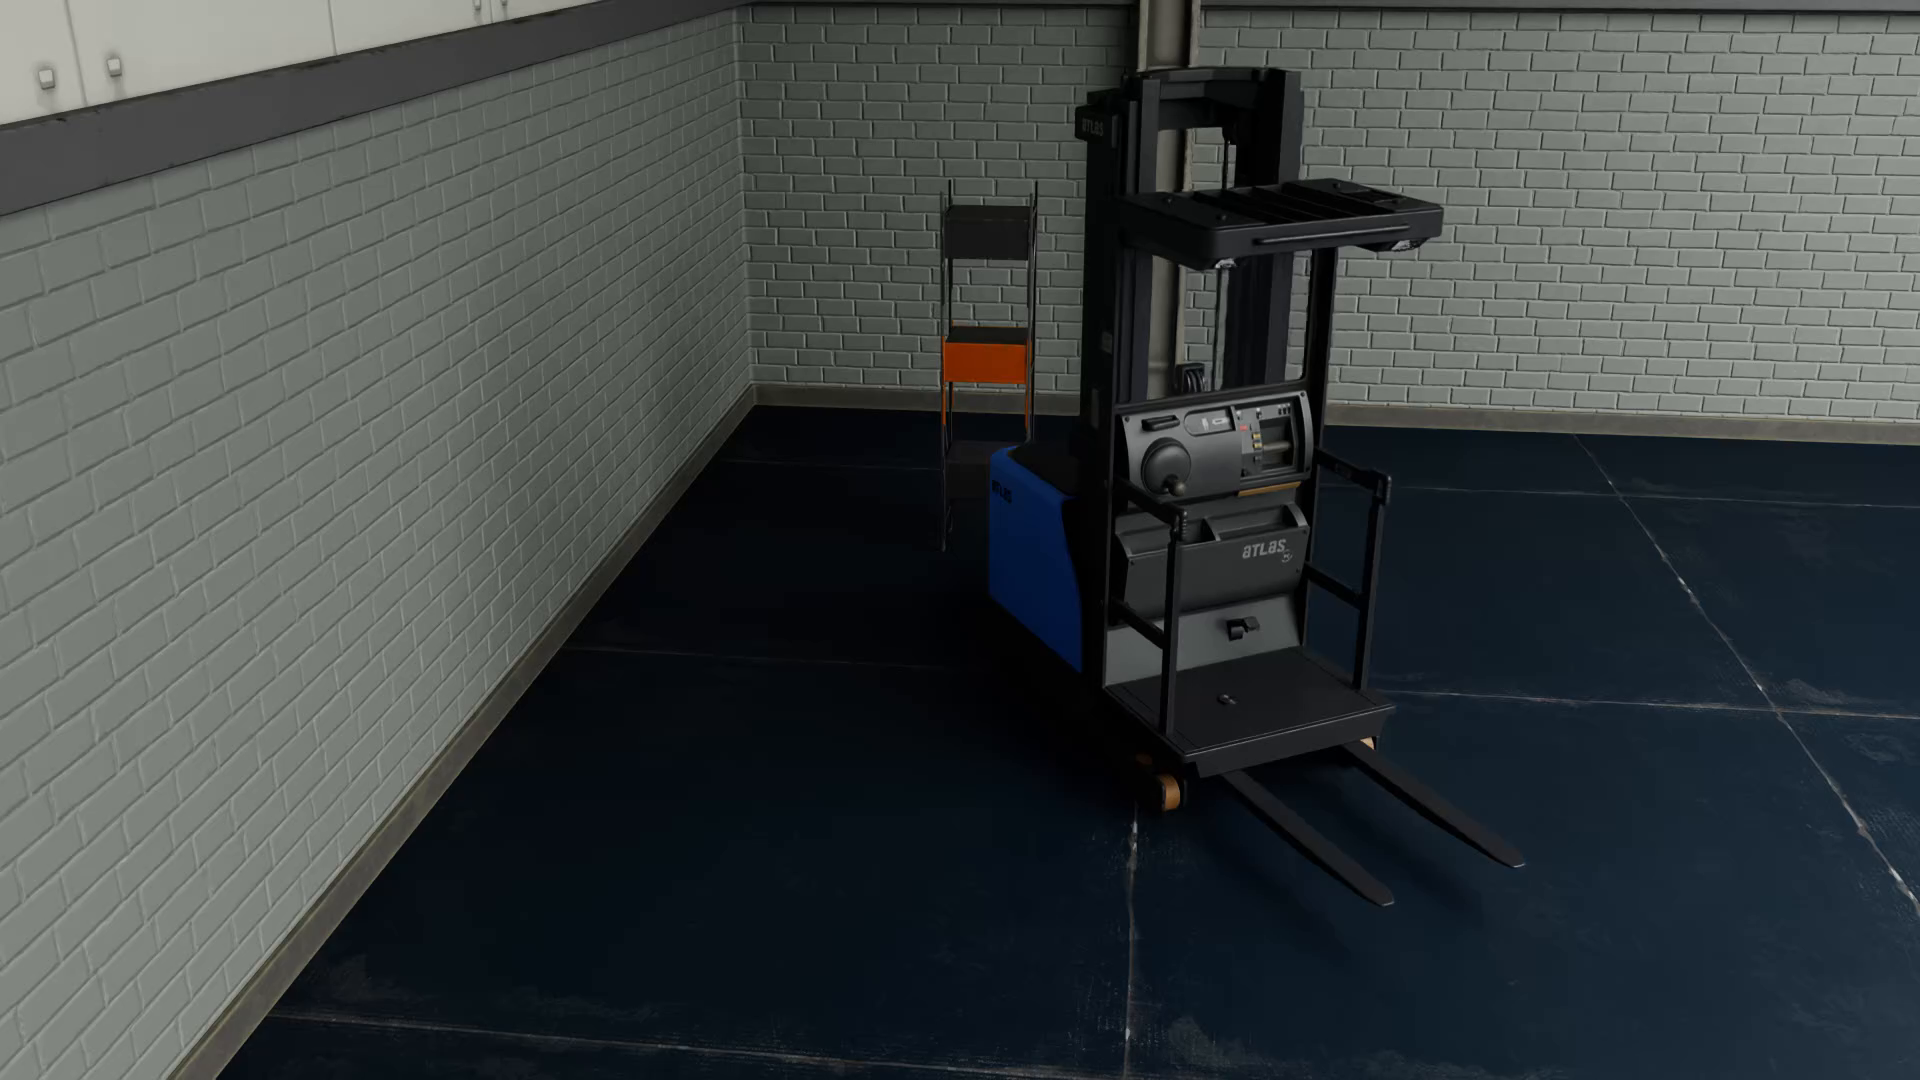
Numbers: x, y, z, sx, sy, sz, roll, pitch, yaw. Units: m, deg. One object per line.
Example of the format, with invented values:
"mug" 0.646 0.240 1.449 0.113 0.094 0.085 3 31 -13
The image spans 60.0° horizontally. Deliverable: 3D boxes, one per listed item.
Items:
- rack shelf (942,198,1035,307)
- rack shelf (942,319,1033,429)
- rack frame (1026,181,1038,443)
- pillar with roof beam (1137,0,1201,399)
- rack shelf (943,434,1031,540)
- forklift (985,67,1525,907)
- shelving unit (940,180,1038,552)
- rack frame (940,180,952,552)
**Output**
"rack shelf" 0.164 -1.608 9.283 0.480 0.518 0.431 2 22 6
"rack shelf" 0.164 -0.957 9.541 0.480 0.518 0.431 2 22 6
"rack frame" 0.407 -0.959 9.509 0.015 2.100 0.400 2 22 6
"pillar with roof beam" 0.883 -3.459 6.450 0.400 9.000 9.100 2 22 6
"rack shelf" 0.164 -0.306 9.798 0.480 0.518 0.431 2 22 6
"forklift" 1.199 -0.393 6.948 1.130 2.935 3.031 -9 23 -23
"shelving unit" 0.164 -0.969 9.536 0.503 2.100 0.431 2 22 6
"rack frame" -0.078 -0.980 9.562 0.015 2.100 0.400 2 22 6
